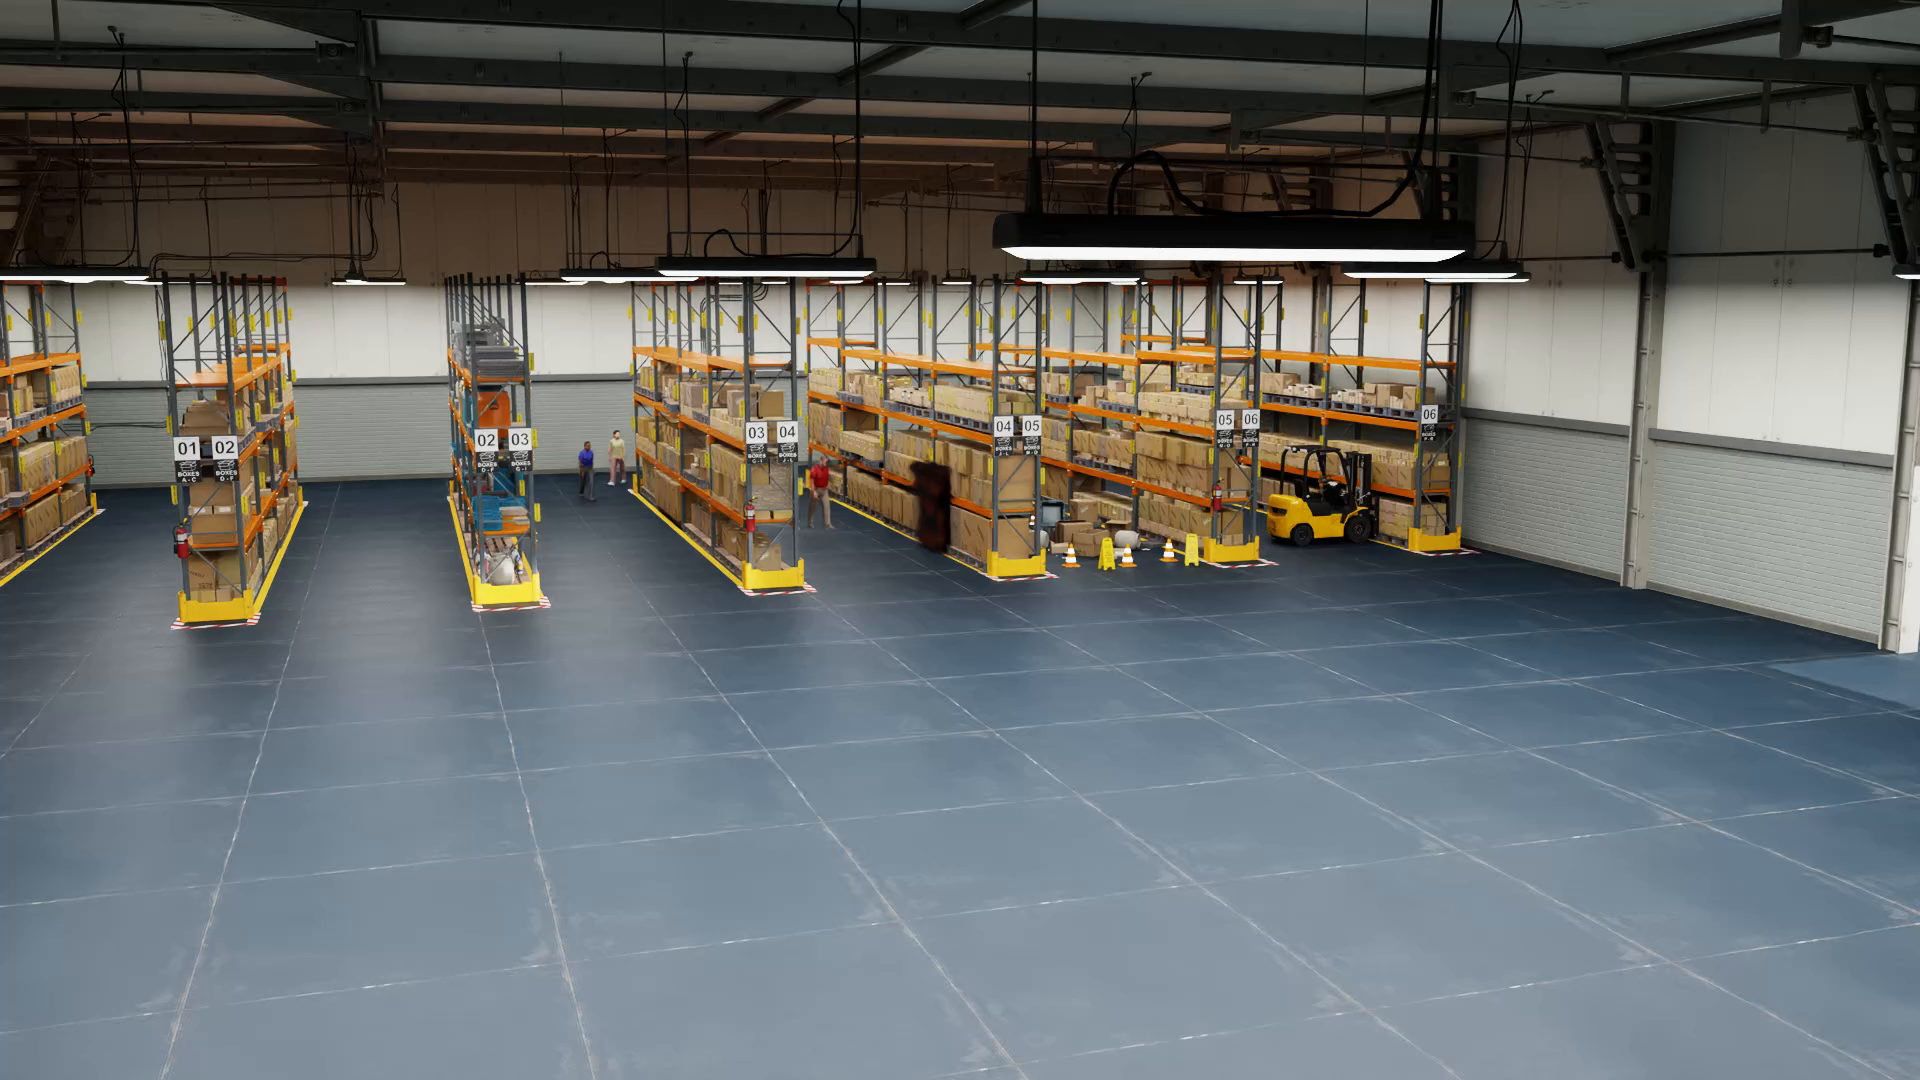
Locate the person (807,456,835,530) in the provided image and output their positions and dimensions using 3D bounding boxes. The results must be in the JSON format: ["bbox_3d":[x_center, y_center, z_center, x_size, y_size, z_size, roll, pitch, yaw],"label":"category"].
[{"bbox_3d":[-3.174,-1.071,37.647,0.517,1.675,1.004,-4,10,-25],"label":"person"}]

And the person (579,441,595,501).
[{"bbox_3d":[-10.140,-1.878,45.132,0.435,1.614,0.920,-4,9,-23],"label":"person"}]

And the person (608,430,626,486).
[{"bbox_3d":[-10.028,-2.406,48.547,0.509,1.620,1.070,0,9,0],"label":"person"}]
